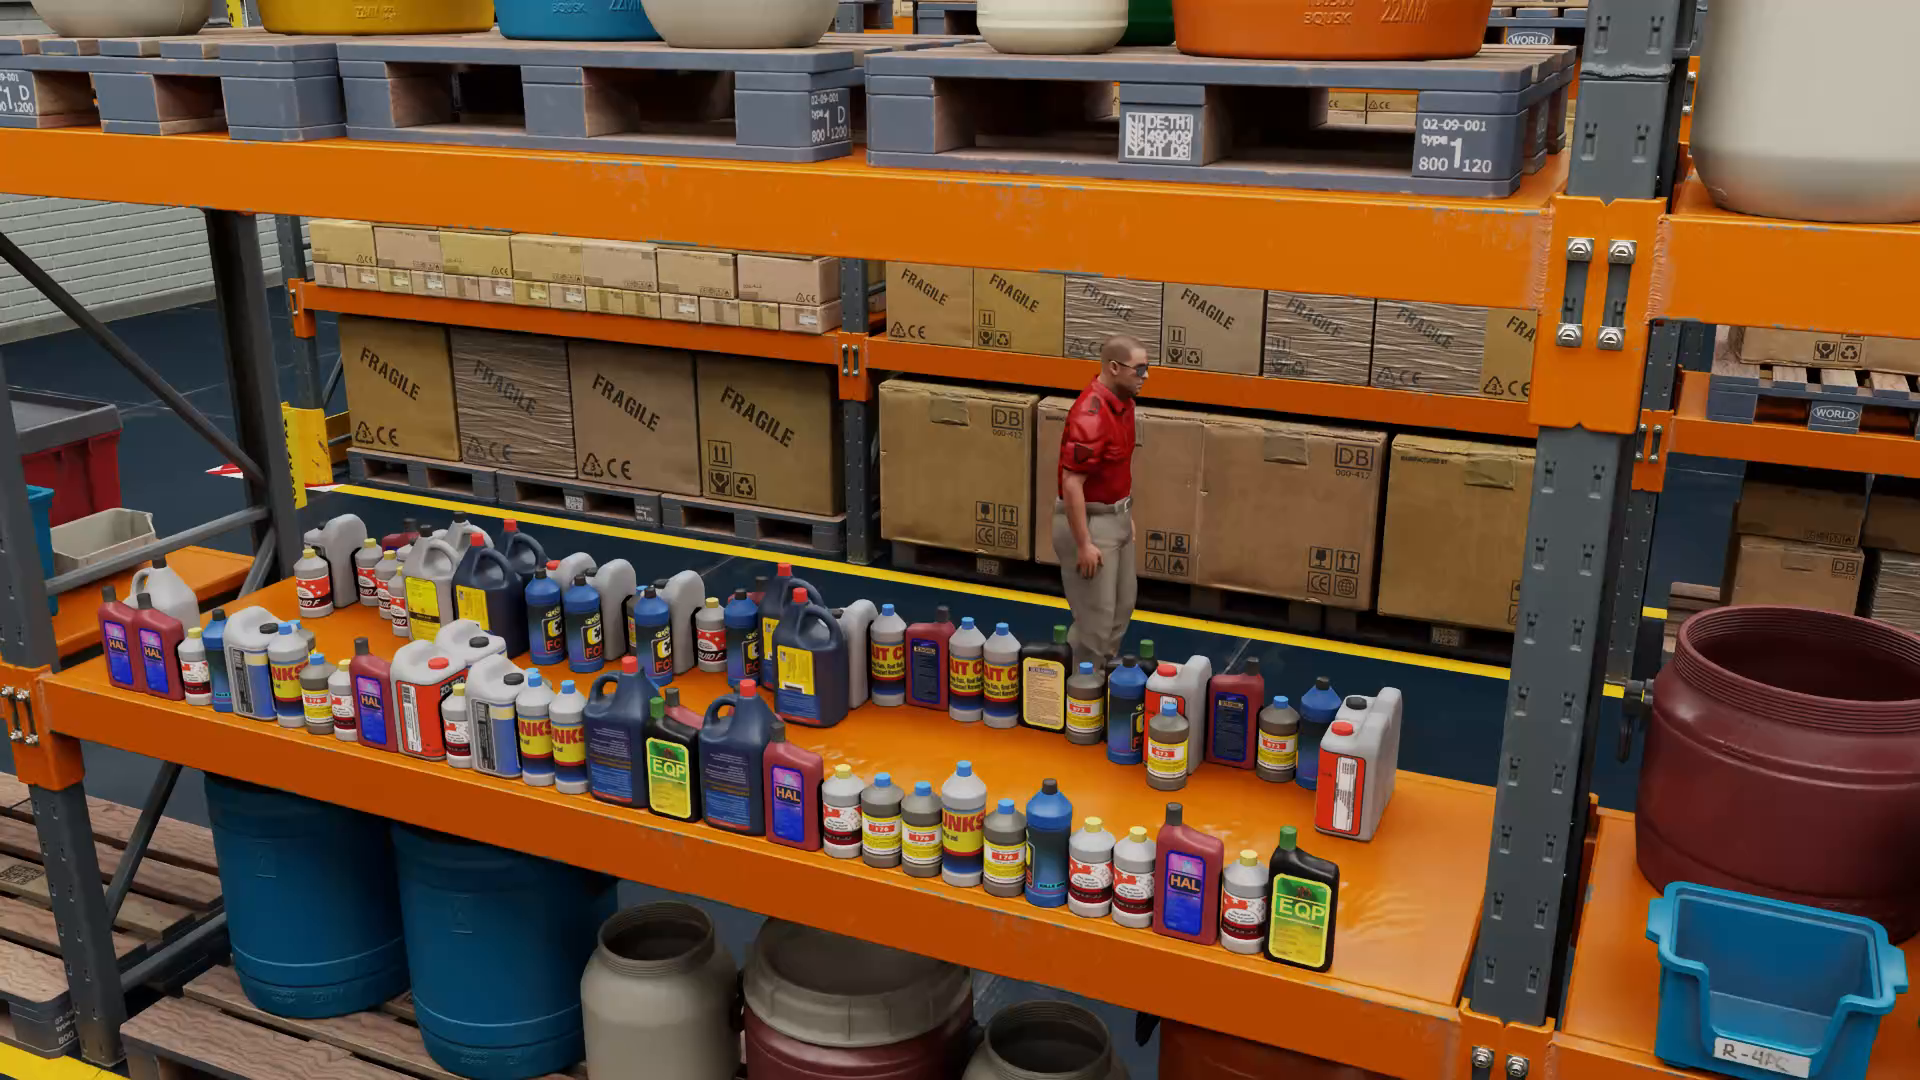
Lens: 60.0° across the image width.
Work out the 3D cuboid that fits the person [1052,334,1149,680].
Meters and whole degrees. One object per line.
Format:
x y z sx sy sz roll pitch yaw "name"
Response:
0.617 -0.036 7.191 0.395 1.726 0.584 8 21 22 "person"
